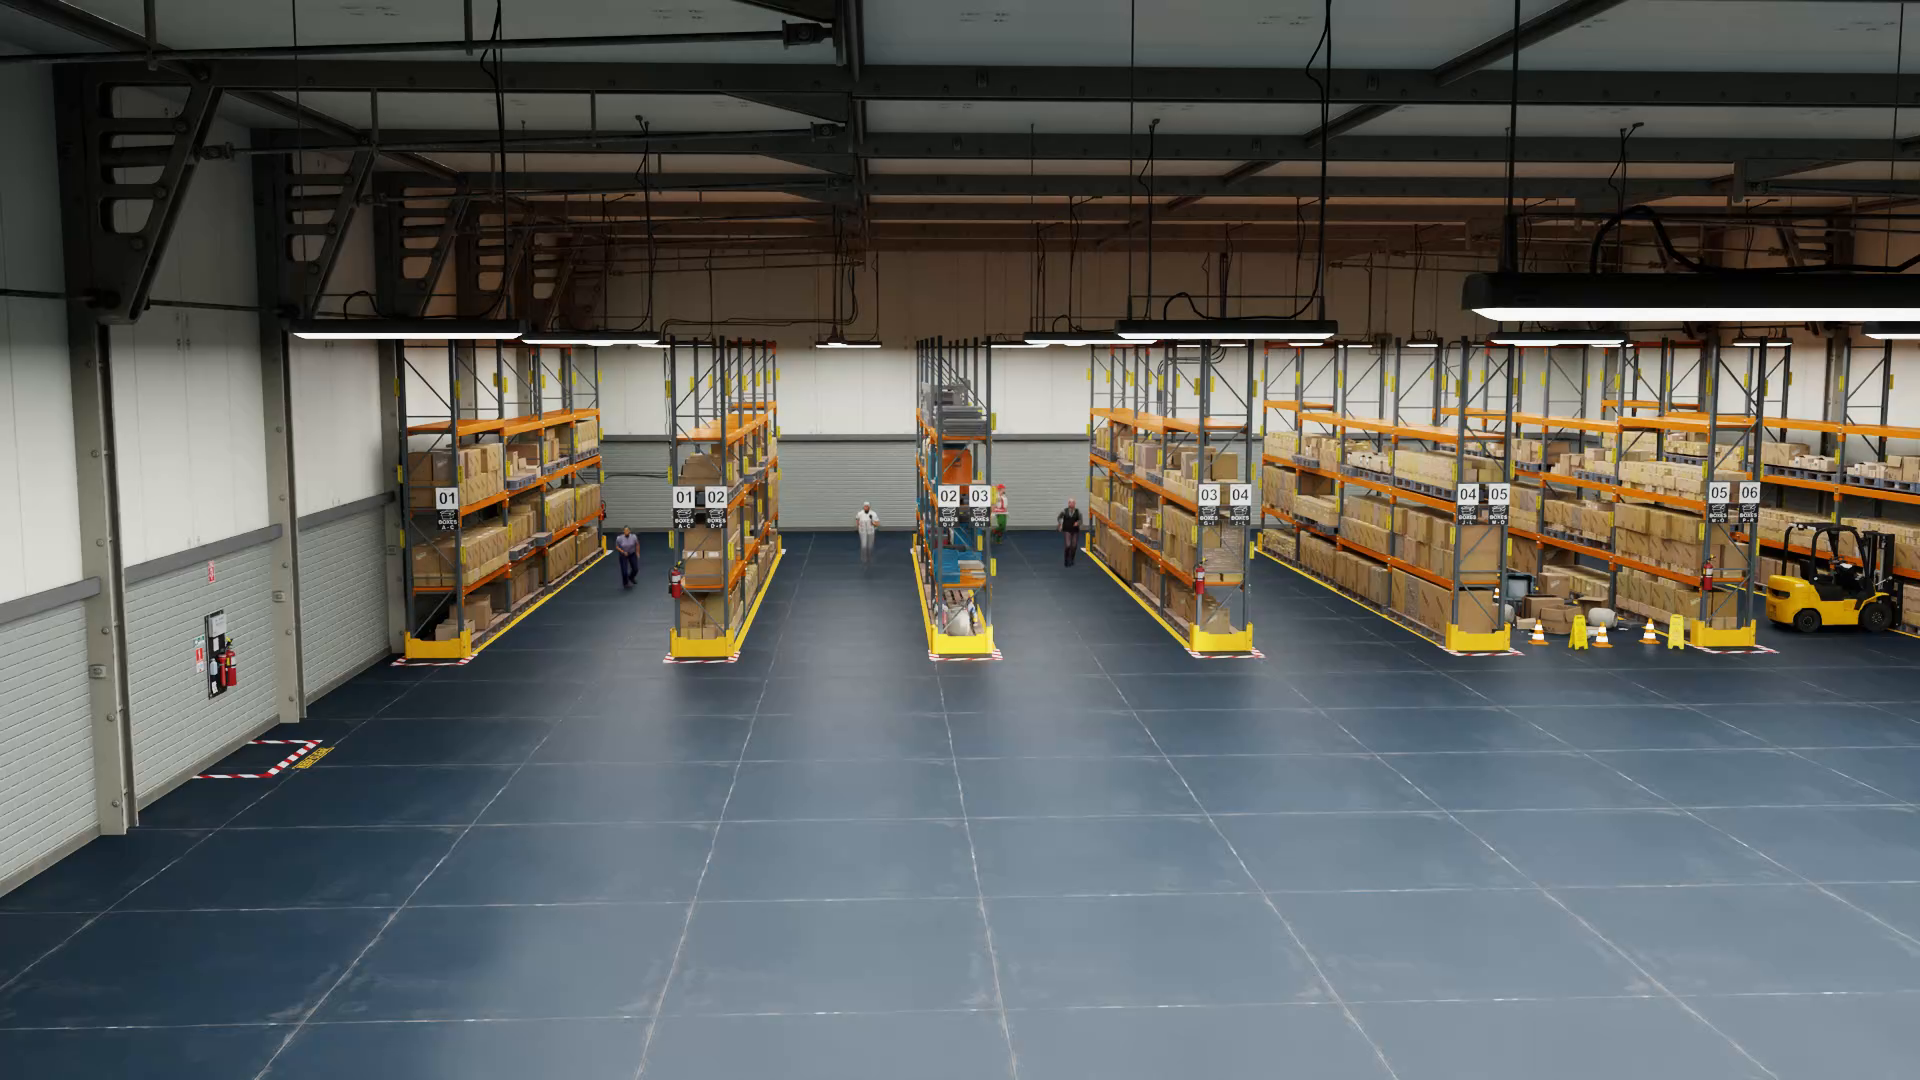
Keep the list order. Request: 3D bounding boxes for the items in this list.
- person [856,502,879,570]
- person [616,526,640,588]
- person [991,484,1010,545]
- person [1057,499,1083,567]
[{"bbox_3d":[-2.357,-0.128,42.329,0.600,1.710,0.730,0,6,-1],"label":"person"},{"bbox_3d":[-8.042,0.414,40.240,0.592,1.513,0.733,-2,7,-20],"label":"person"},{"bbox_3d":[1.131,-0.746,49.176,0.557,1.794,0.654,3,7,24],"label":"person"},{"bbox_3d":[2.810,-0.169,42.118,0.635,1.745,0.651,-1,7,-4],"label":"person"}]
